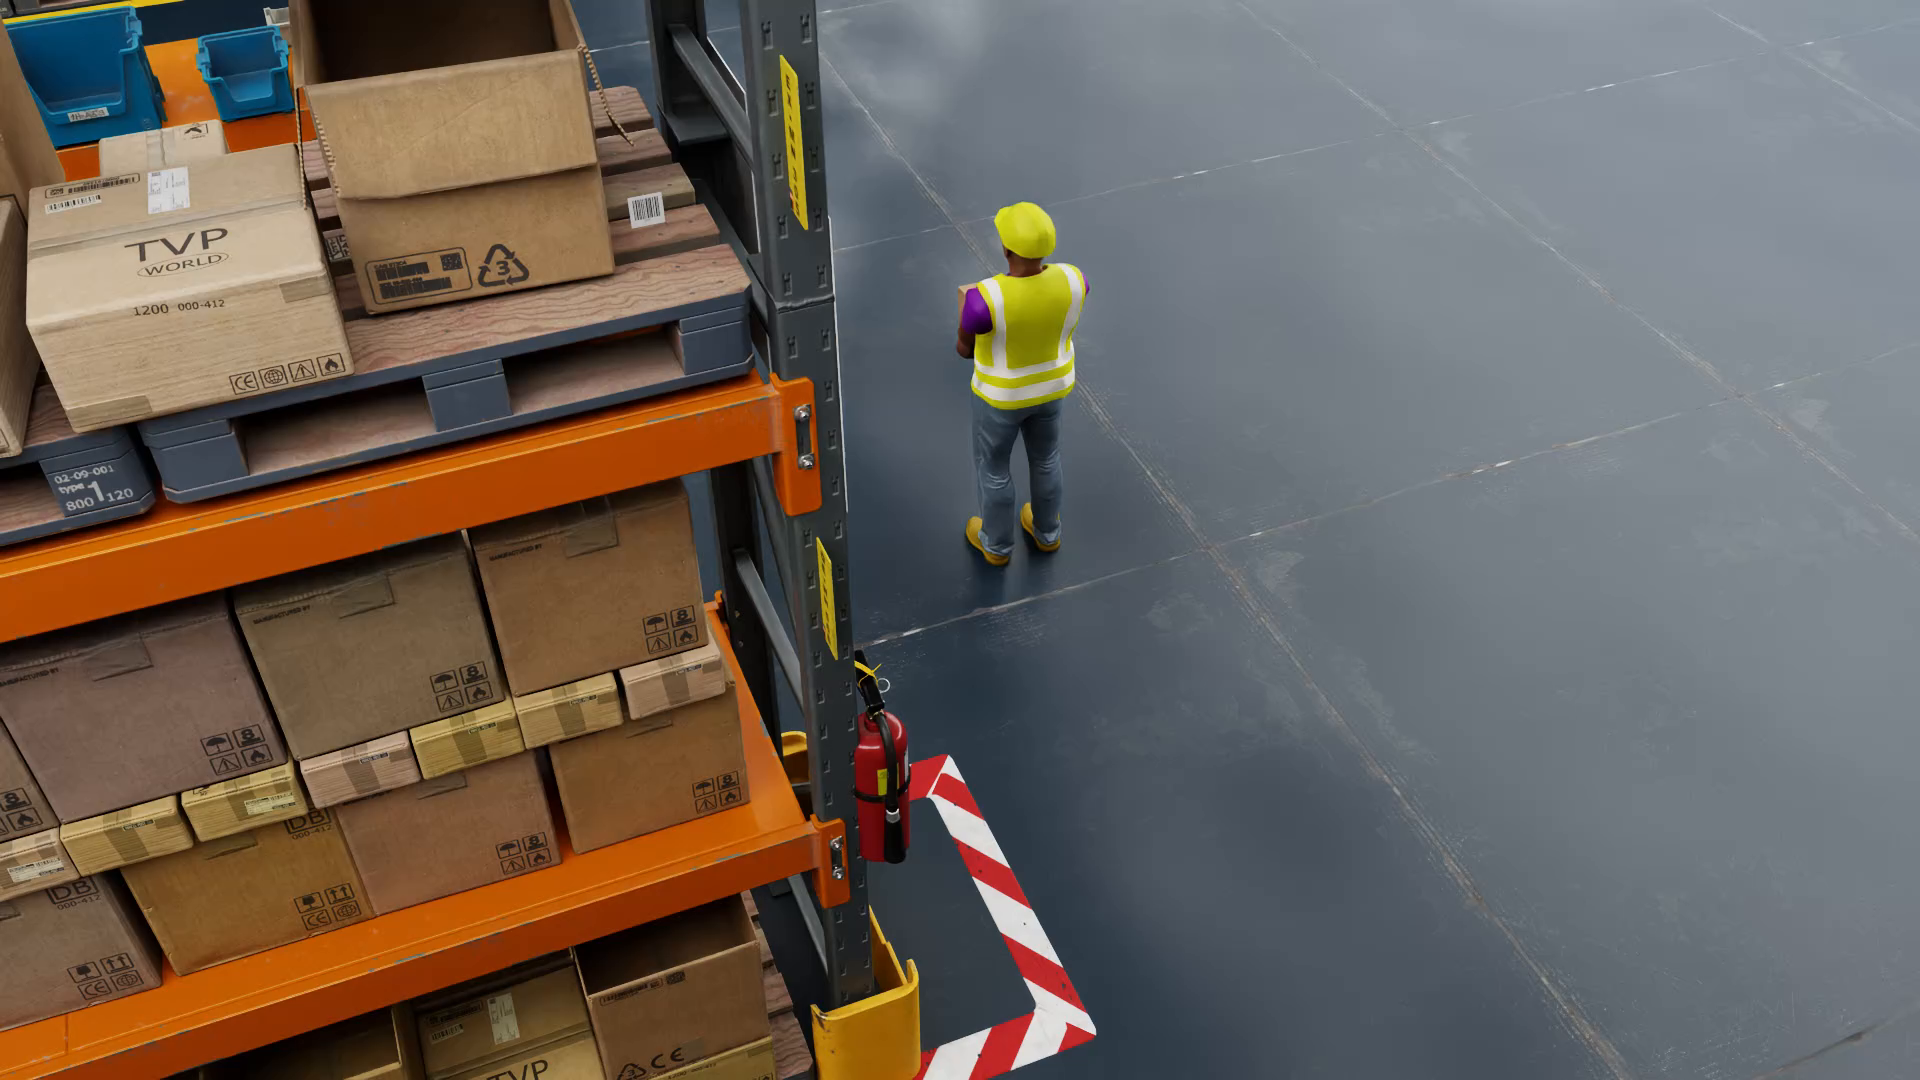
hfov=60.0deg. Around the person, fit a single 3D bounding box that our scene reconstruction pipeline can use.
[{"bbox_3d":[0.207,-0.693,6.929,0.503,1.760,0.587,-15,44,-16],"label":"person"}]
